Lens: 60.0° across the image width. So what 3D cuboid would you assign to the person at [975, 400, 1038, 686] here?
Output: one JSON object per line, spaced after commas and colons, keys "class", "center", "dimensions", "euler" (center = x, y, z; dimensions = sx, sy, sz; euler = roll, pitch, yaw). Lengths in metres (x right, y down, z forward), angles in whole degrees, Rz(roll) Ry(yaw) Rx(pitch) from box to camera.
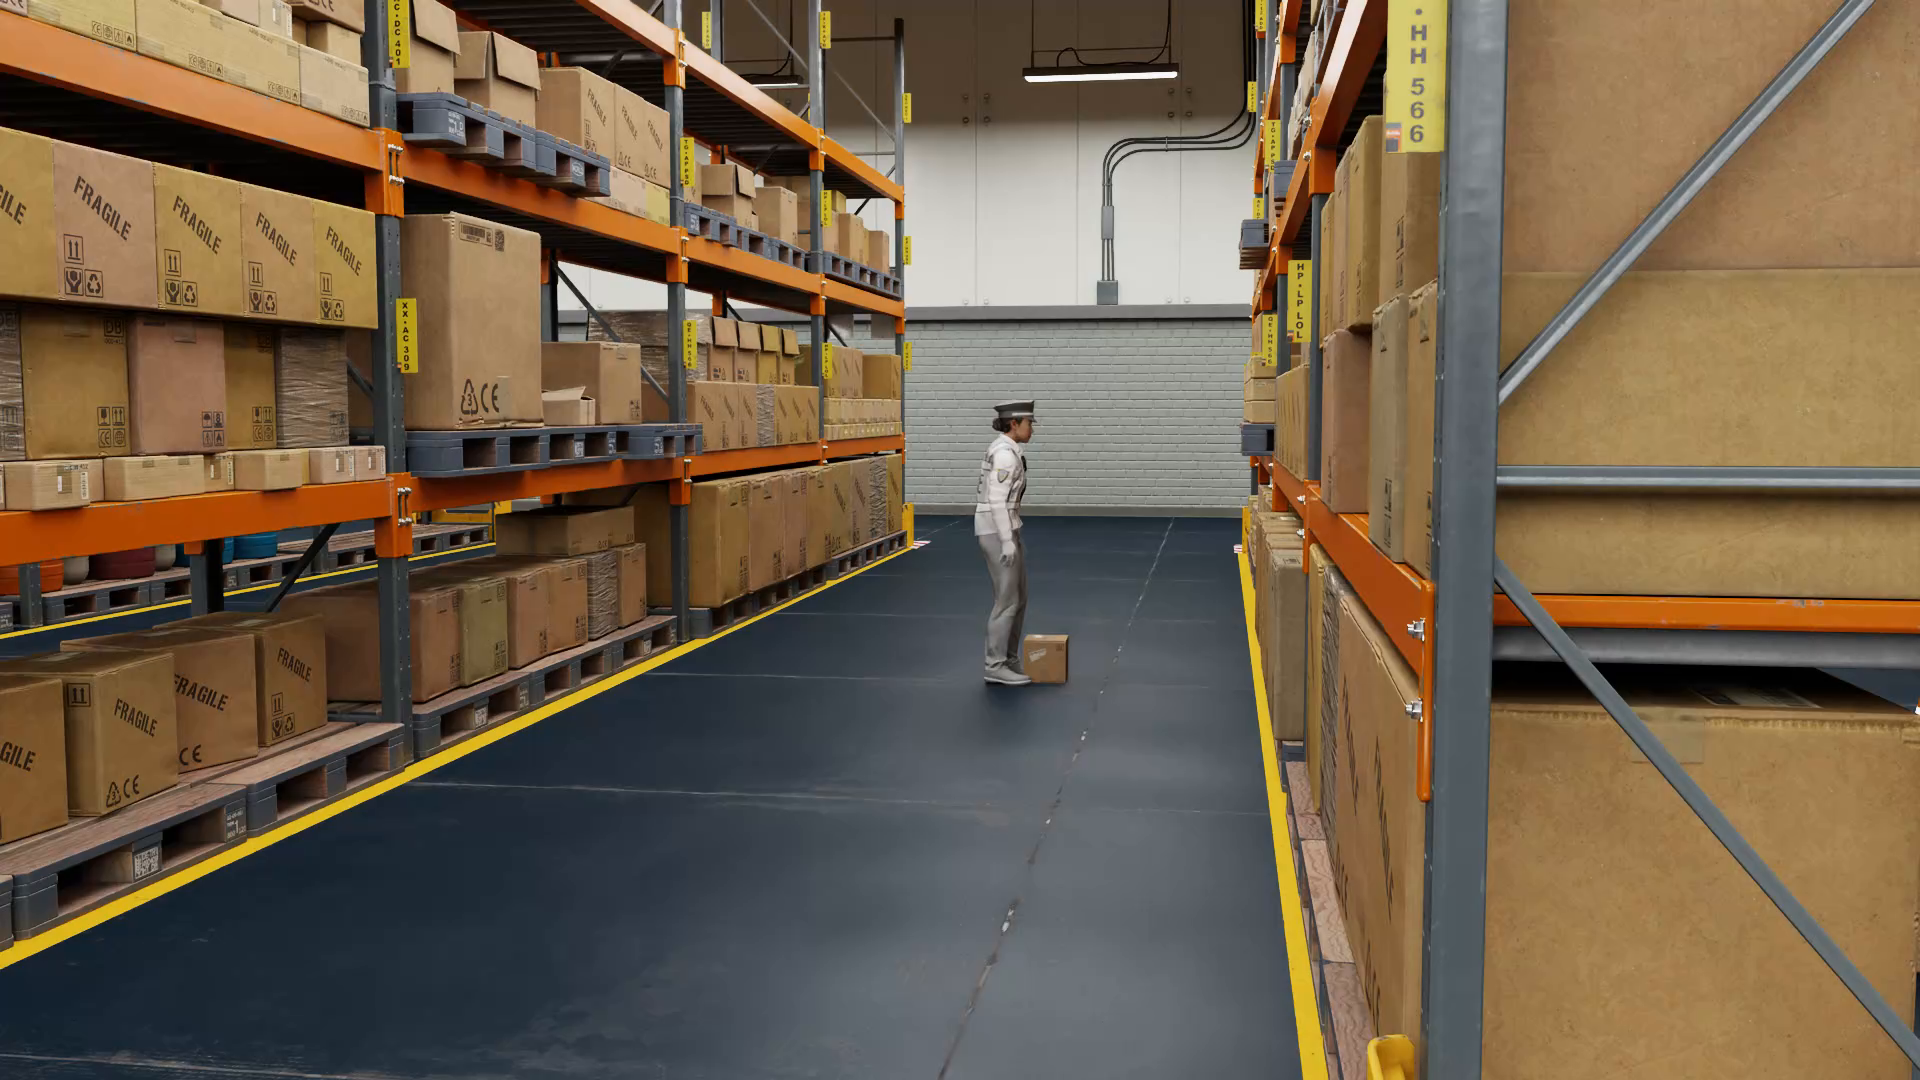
{"class": "person", "center": [0.292, 0.001, 9.874], "dimensions": [0.415, 1.662, 0.537], "euler": [0, 5, 5]}
